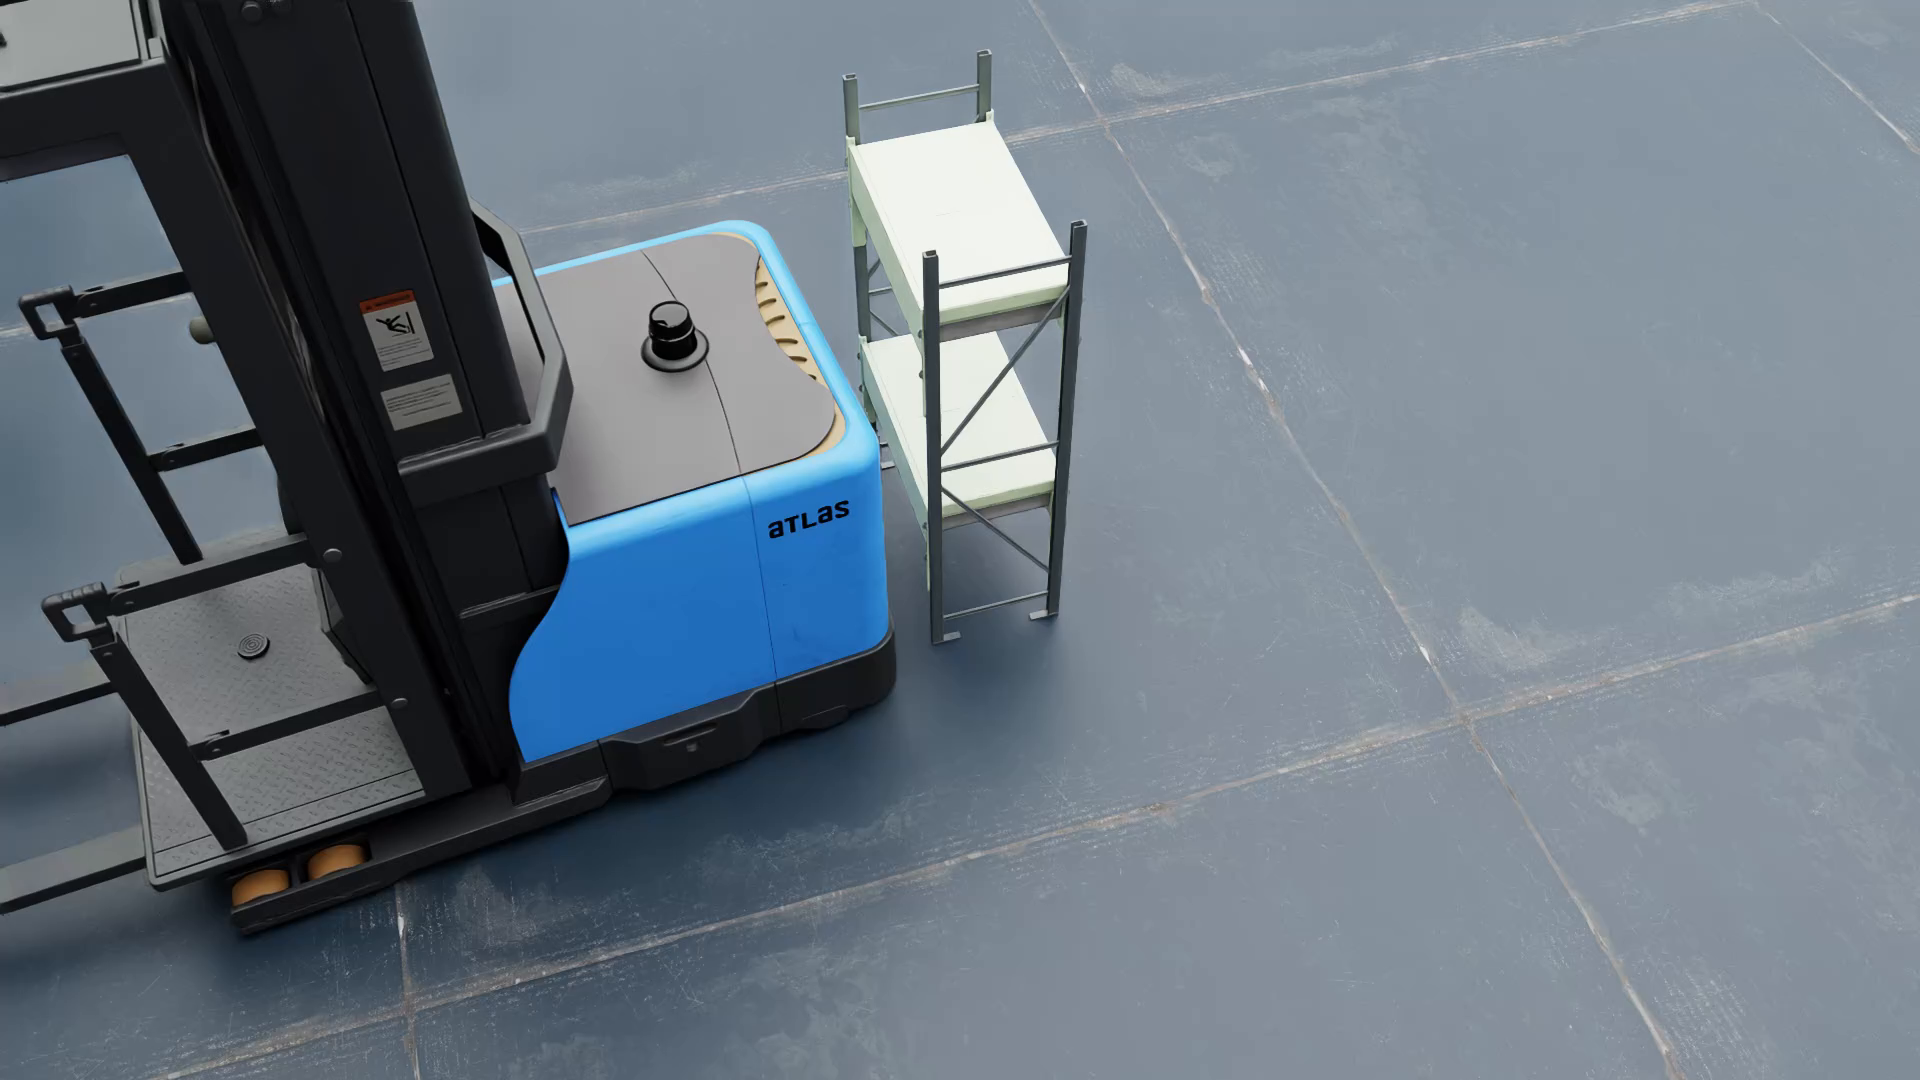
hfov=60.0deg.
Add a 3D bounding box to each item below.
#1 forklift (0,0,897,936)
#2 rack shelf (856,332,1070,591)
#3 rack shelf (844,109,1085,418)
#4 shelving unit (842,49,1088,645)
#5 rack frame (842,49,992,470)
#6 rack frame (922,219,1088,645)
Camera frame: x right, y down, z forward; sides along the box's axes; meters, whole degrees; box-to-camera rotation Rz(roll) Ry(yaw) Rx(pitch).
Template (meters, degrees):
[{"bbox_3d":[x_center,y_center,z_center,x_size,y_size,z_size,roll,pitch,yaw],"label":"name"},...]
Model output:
[{"bbox_3d":[-1.751,-0.387,3.659,3.031,2.935,1.130,-18,52,-14],"label":"forklift"},{"bbox_3d":[-0.002,-0.278,4.930,0.431,0.370,0.720,-13,51,-11],"label":"rack shelf"},{"bbox_3d":[-0.002,-0.740,4.382,0.431,0.370,0.720,-13,51,-11],"label":"rack shelf"},{"bbox_3d":[-0.002,-0.488,4.681,0.431,1.500,0.755,-13,51,-11],"label":"shelving unit"},{"bbox_3d":[-0.110,-0.756,4.906,0.400,1.500,0.023,-13,51,-11],"label":"rack frame"},{"bbox_3d":[0.106,-0.221,4.455,0.400,1.500,0.023,-13,51,-11],"label":"rack frame"}]
